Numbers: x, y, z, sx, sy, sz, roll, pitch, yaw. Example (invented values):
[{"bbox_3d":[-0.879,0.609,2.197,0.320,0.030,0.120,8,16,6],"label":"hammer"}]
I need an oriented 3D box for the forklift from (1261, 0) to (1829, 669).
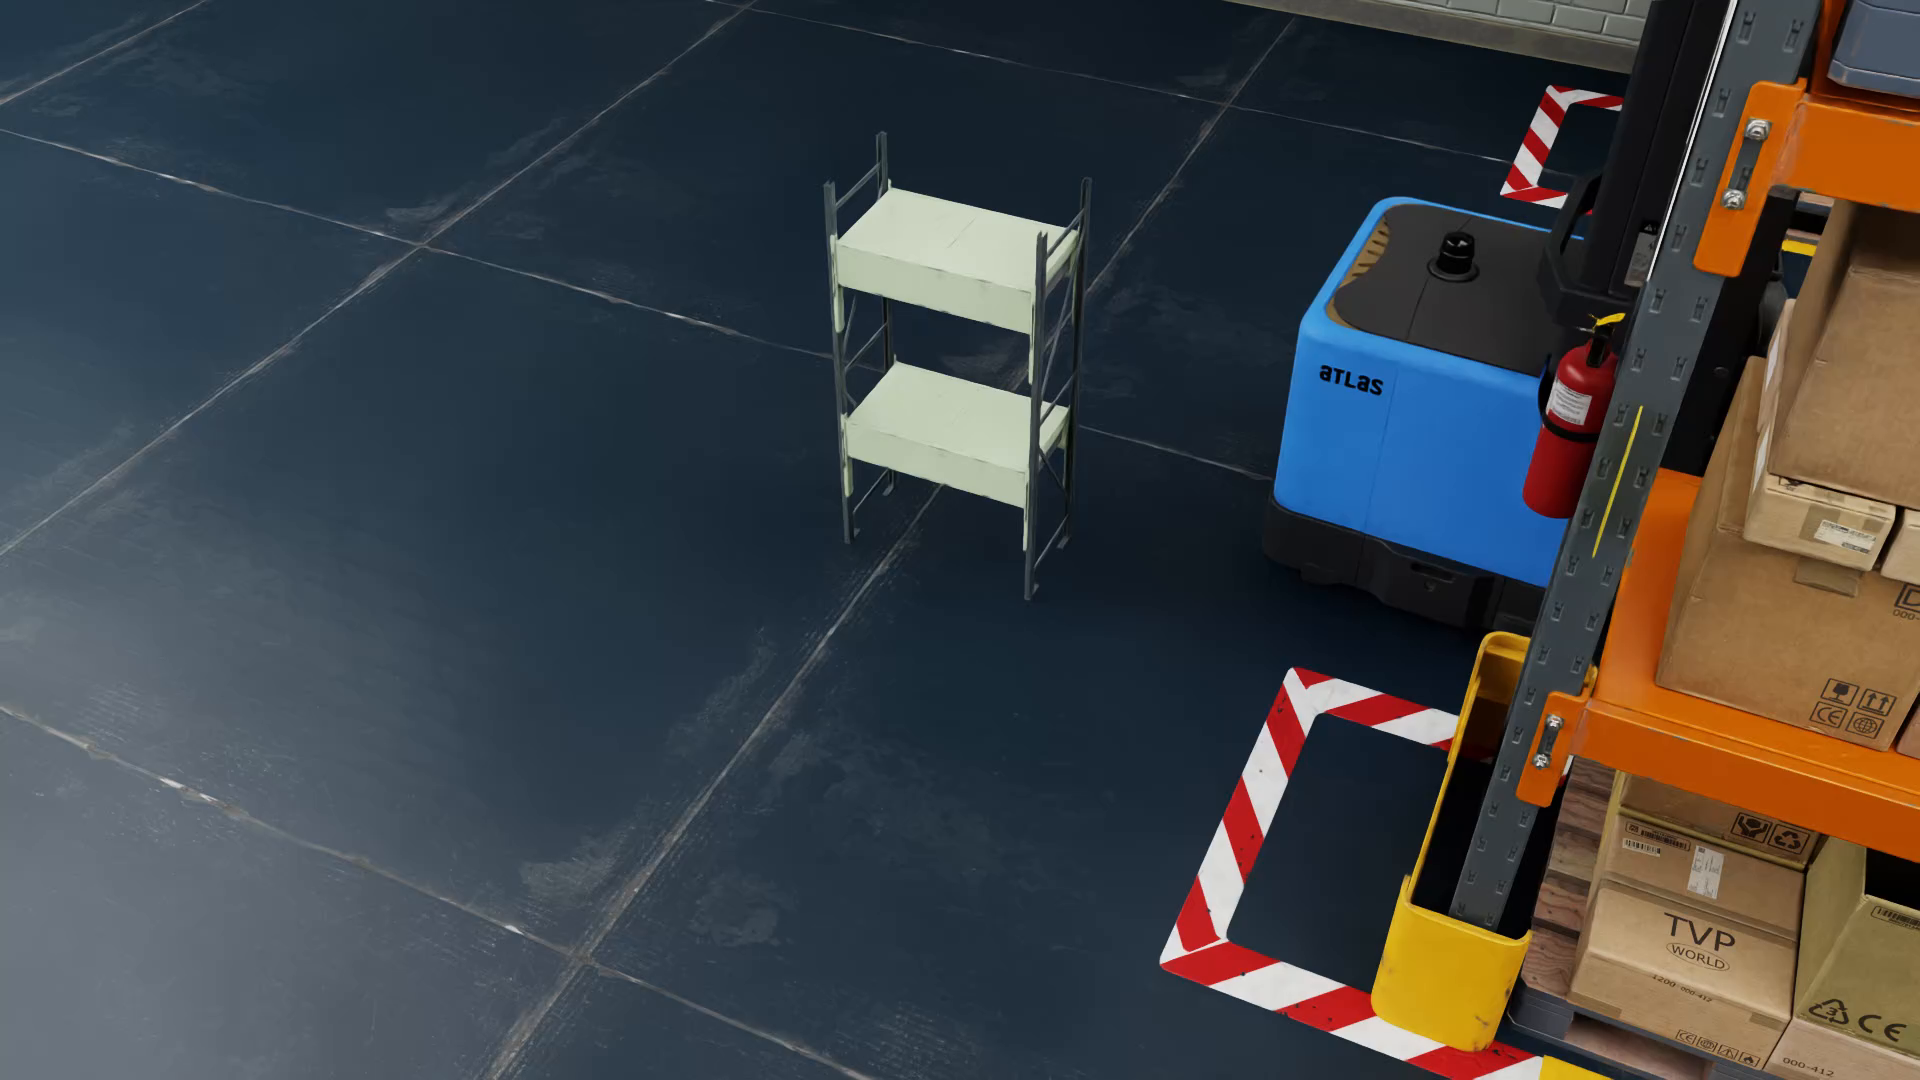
[{"bbox_3d":[2.660,-0.854,4.998,3.031,2.935,1.130,18,44,20],"label":"forklift"}]

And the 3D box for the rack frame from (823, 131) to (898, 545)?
[{"bbox_3d":[-0.338,-0.670,5.878,0.023,1.500,0.400,17,44,19],"label":"rack frame"}]

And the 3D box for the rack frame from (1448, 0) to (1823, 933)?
[{"bbox_3d":[1.571,-0.085,4.058,0.127,3.000,1.000,17,44,19],"label":"rack frame"}]

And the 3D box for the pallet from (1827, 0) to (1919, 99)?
[{"bbox_3d":[2.201,-0.974,2.861,1.213,0.211,1.003,17,44,19],"label":"pallet"}]

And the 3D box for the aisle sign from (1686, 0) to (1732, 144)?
[{"bbox_3d":[1.636,-1.260,3.429,0.004,0.787,0.394,17,44,19],"label":"aisle sign"}]

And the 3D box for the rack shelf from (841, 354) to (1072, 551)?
[{"bbox_3d":[-0.006,-0.322,5.974,0.720,0.370,0.431,17,44,19],"label":"rack shelf"}]

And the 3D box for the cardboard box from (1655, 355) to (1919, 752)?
[{"bbox_3d":[1.989,0.014,3.868,0.500,0.500,0.700,17,44,19],"label":"cardboard box"}]

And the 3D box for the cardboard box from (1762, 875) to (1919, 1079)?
[{"bbox_3d":[2.418,1.212,4.341,0.500,0.250,0.500,17,44,19],"label":"cardboard box"}]

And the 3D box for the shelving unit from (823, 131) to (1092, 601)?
[{"bbox_3d":[-0.006,-0.569,5.761,0.755,1.500,0.431,17,44,19],"label":"shelving unit"}]

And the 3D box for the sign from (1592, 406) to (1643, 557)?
[{"bbox_3d":[1.331,-0.115,3.371,0.005,0.325,0.100,17,44,19],"label":"sign"}]

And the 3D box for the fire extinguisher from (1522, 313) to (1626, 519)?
[{"bbox_3d":[1.661,-0.365,4.440,0.183,0.674,0.296,17,44,19],"label":"fire extinguisher"}]

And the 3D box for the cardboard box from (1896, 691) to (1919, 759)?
[{"bbox_3d":[2.467,0.156,3.703,0.500,0.500,0.700,18,44,20],"label":"cardboard box"}]

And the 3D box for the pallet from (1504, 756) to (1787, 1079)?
[{"bbox_3d":[2.282,1.155,4.756,1.213,0.211,1.003,17,44,19],"label":"pallet"}]

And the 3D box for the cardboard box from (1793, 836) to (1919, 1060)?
[{"bbox_3d":[2.417,0.929,4.094,0.500,0.500,0.500,17,44,19],"label":"cardboard box"}]

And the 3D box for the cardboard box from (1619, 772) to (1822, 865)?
[{"bbox_3d":[2.183,0.483,4.608,0.500,0.500,0.500,17,44,19],"label":"cardboard box"}]

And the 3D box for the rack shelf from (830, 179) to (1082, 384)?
[{"bbox_3d":[-0.006,-0.863,5.505,0.720,0.370,0.431,17,44,19],"label":"rack shelf"}]

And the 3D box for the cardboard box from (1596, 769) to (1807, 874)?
[{"bbox_3d":[2.182,0.768,4.852,0.500,0.250,0.500,17,44,19],"label":"cardboard box"}]

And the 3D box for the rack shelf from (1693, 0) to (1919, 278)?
[{"bbox_3d":[3.384,-0.393,2.673,4.000,0.370,1.077,17,44,19],"label":"rack shelf"}]

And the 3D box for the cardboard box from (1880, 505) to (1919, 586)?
[{"bbox_3d":[2.076,-0.060,3.458,0.250,0.149,0.380,16,43,18],"label":"cardboard box"}]

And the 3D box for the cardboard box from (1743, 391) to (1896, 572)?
[{"bbox_3d":[1.836,-0.132,3.540,0.250,0.149,0.380,17,44,18],"label":"cardboard box"}]

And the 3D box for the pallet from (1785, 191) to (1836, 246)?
[{"bbox_3d":[4.453,-1.706,8.057,1.213,0.211,1.003,17,44,19],"label":"pallet"}]

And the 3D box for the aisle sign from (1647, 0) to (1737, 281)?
[{"bbox_3d":[1.382,-0.904,3.018,0.004,0.787,0.394,17,44,19],"label":"aisle sign"}]

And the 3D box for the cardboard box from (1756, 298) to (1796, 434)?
[{"bbox_3d":[1.998,-0.376,3.822,0.250,0.149,0.380,16,44,18],"label":"cardboard box"}]

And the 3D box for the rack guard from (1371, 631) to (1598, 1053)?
[{"bbox_3d":[1.550,0.853,4.885,0.348,0.500,1.175,17,44,19],"label":"rack guard"}]

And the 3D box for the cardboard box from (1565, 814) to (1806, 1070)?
[{"bbox_3d":[1.963,1.075,4.498,0.500,0.250,0.500,17,44,19],"label":"cardboard box"}]

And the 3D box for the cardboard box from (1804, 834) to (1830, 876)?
[{"bbox_3d":[2.640,0.899,4.701,0.500,0.250,0.500,17,44,19],"label":"cardboard box"}]

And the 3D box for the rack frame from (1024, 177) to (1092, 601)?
[{"bbox_3d":[0.326,-0.467,5.644,0.023,1.500,0.400,17,44,19],"label":"rack frame"}]

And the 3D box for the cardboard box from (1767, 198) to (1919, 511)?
[{"bbox_3d":[2.037,-0.462,3.426,0.500,0.500,0.700,17,44,19],"label":"cardboard box"}]

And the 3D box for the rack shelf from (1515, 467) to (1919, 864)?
[{"bbox_3d":[3.384,0.740,3.655,4.000,0.370,1.077,17,44,19],"label":"rack shelf"}]
